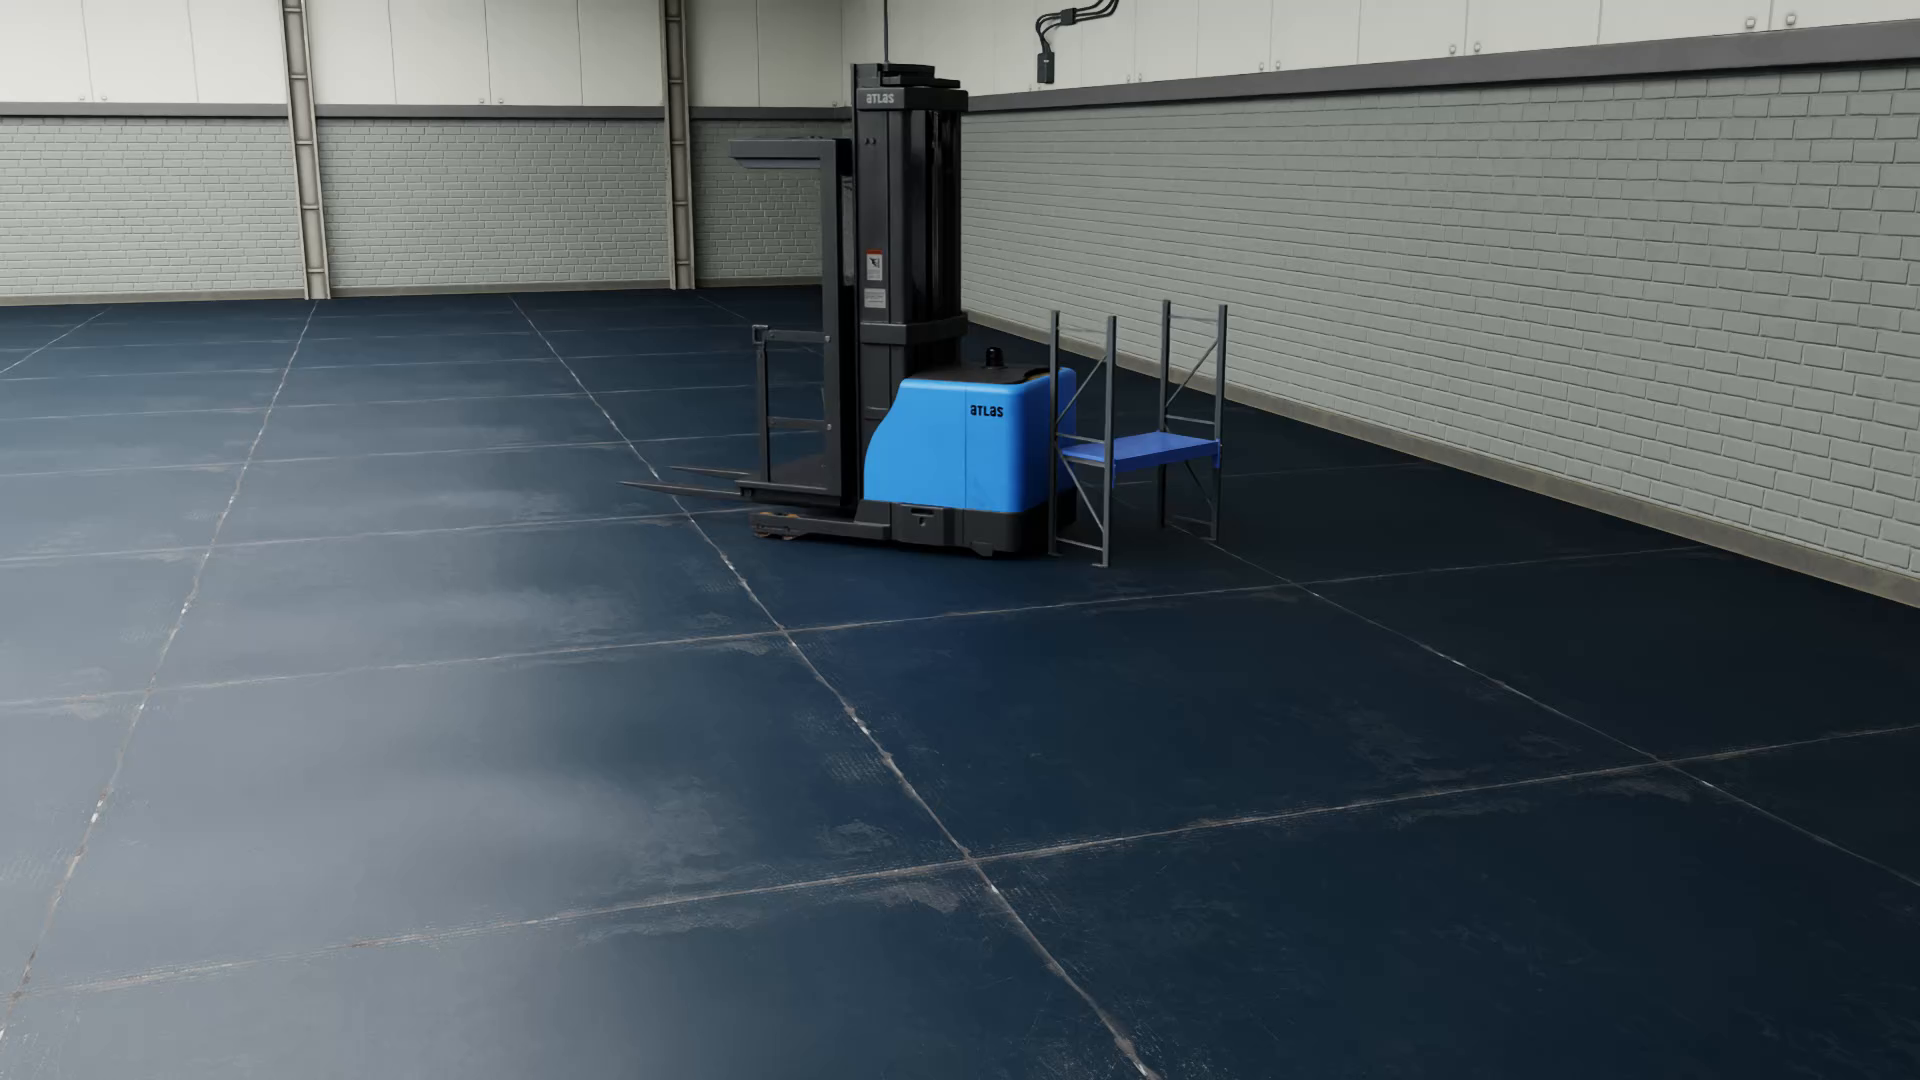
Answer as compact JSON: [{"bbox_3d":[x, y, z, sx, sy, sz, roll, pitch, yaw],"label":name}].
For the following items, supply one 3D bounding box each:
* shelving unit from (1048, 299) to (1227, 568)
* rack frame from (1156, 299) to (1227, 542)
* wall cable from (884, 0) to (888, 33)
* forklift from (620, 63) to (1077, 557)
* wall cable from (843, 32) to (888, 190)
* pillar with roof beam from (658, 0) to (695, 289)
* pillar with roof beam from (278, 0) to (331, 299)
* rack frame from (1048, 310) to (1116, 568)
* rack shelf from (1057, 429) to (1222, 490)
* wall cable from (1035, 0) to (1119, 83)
[{"bbox_3d":[1.098,-0.684,10.278,1.048,1.500,0.538,-12,18,-41],"label":"shelving unit"},{"bbox_3d":[1.473,-0.764,10.613,0.032,1.500,0.500,-12,18,-41],"label":"rack frame"},{"bbox_3d":[-0.799,-9.080,25.168,0.112,2.526,3.097,-4,14,-18],"label":"wall cable"},{"bbox_3d":[-0.802,-1.528,10.734,3.031,2.935,1.130,6,15,23],"label":"forklift"},{"bbox_3d":[-1.662,-7.217,28.247,0.112,2.526,3.097,-4,14,-18],"label":"wall cable"},{"bbox_3d":[-3.503,-7.856,24.223,0.400,9.000,9.100,-4,14,-18],"label":"pillar with roof beam"},{"bbox_3d":[-9.190,-7.413,22.361,0.400,9.000,9.100,-4,14,-18],"label":"pillar with roof beam"},{"bbox_3d":[0.724,-0.605,9.944,0.032,1.500,0.500,-12,18,-41],"label":"rack frame"},{"bbox_3d":[1.098,-0.509,10.320,1.000,0.185,0.538,-12,18,-41],"label":"rack shelf"},{"bbox_3d":[1.351,-8.299,18.735,0.169,6.003,2.305,-4,14,-18],"label":"wall cable"}]
